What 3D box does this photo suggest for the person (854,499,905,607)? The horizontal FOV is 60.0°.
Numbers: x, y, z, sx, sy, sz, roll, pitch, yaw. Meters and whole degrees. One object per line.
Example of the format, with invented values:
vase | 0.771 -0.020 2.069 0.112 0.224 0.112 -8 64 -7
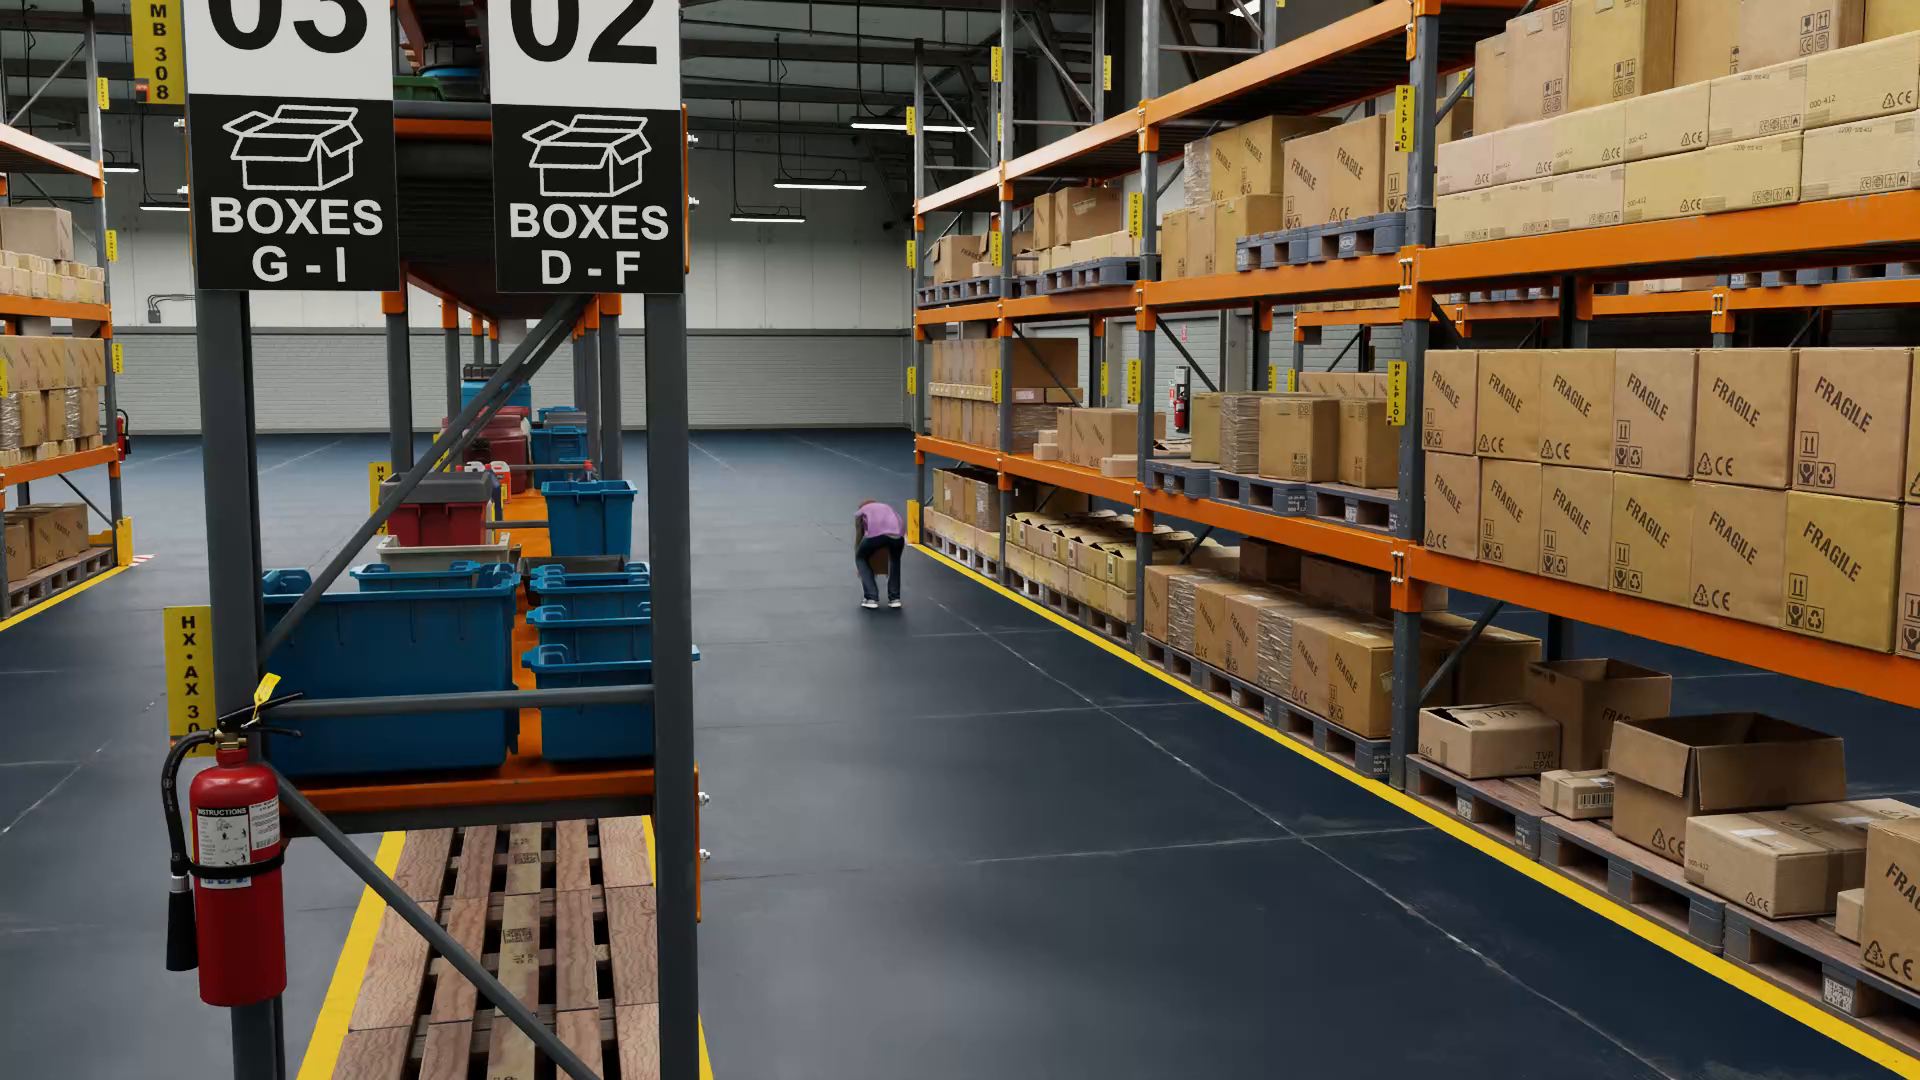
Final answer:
person | -0.753 0.122 15.211 0.425 0.951 0.863 -2 7 -16
